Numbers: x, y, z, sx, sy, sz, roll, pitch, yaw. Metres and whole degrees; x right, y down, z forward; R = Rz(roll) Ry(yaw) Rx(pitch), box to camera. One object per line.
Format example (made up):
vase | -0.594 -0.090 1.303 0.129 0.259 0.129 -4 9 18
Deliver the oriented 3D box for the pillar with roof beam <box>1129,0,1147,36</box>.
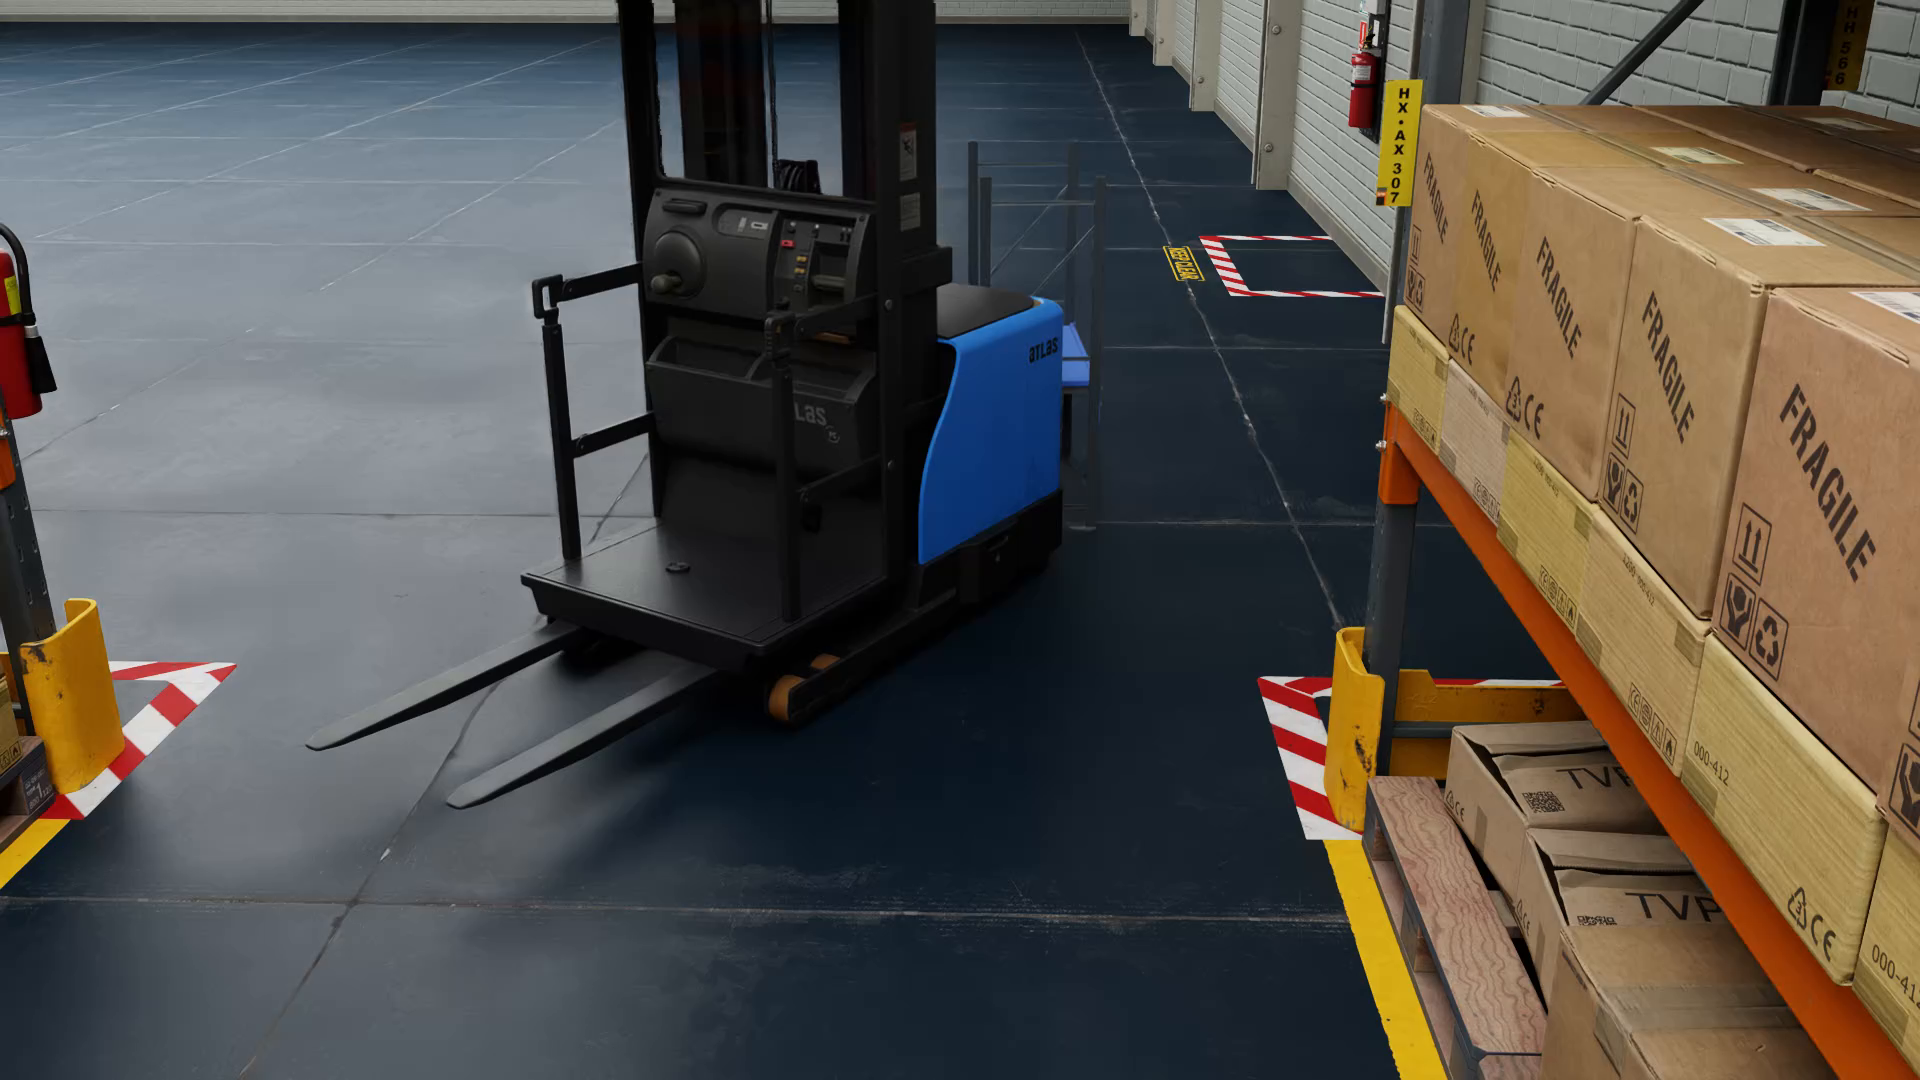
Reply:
pillar with roof beam | -0.848 -14.060 30.826 9.100 9.000 0.400 1 21 2

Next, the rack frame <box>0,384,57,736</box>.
rack frame | -3.253 -0.685 4.647 1.000 3.000 0.127 1 21 2

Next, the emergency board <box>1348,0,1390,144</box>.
emergency board | 2.838 -3.432 11.726 0.194 1.169 0.643 1 21 2

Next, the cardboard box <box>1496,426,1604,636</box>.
cardboard box | 1.344 -0.026 3.129 0.500 0.250 0.500 0 21 1

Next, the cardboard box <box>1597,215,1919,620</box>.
cardboard box | 1.333 -0.199 2.539 0.500 0.500 0.500 1 21 3

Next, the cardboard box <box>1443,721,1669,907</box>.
cardboard box | 1.588 0.666 4.275 0.500 0.311 0.500 -2 21 -4

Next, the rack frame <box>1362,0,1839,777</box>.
rack frame | 1.699 -0.632 4.510 1.000 3.000 0.127 1 21 2

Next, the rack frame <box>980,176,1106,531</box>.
rack frame | 0.331 -0.743 6.871 0.500 1.500 0.032 -1 21 -2

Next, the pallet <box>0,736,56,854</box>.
pallet | -3.234 0.892 4.438 1.003 0.211 1.213 1 21 2

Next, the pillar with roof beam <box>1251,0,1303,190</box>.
pillar with roof beam | -1.396 -7.552 14.053 9.100 9.000 0.400 1 21 2

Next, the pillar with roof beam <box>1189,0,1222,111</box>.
pillar with roof beam | -1.213 -9.722 19.644 9.100 9.000 0.400 1 21 2

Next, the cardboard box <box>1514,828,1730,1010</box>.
cardboard box | 1.571 0.872 3.744 0.500 0.311 0.500 2 21 6

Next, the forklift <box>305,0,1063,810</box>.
forklift | -0.811 -0.951 5.428 1.130 2.935 3.031 13 25 31

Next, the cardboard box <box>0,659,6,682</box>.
cardboard box | -2.972 0.249 4.425 0.500 0.500 0.500 1 21 2

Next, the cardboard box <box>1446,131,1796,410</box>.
cardboard box | 1.359 -0.573 3.502 0.500 0.500 0.500 1 21 2

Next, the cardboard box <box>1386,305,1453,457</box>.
cardboard box | 1.367 -0.398 4.088 0.500 0.250 0.500 0 21 0

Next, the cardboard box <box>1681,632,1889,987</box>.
cardboard box | 1.312 0.338 2.190 0.500 0.250 0.500 1 21 1

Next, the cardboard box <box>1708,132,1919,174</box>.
cardboard box | 1.872 -0.566 3.484 0.500 0.500 0.500 1 21 2

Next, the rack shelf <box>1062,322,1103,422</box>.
rack shelf | 0.309 -0.759 7.409 0.538 0.185 1.000 -1 21 -2

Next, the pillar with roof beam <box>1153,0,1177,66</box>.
pillar with roof beam | -1.031 -11.891 25.235 9.100 9.000 0.400 1 21 2

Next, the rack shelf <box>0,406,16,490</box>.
rack shelf | -3.314 0.374 2.914 1.077 0.370 4.000 1 21 2

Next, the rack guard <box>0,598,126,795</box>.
rack guard | -3.252 0.472 5.122 1.175 0.500 0.348 1 21 2

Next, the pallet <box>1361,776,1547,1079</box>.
pallet | 1.636 0.989 4.188 1.003 0.211 1.213 1 21 2

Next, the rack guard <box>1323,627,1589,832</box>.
rack guard | 1.697 0.561 4.892 1.175 0.500 0.348 1 21 2

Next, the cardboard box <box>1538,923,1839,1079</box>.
cardboard box | 1.498 1.048 3.027 0.700 0.500 0.500 -1 21 -2

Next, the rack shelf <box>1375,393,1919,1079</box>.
rack shelf | 1.638 0.427 2.777 1.077 0.370 4.000 1 21 2

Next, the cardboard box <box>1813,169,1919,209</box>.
cardboard box | 1.860 -0.379 3.002 0.500 0.500 0.500 0 21 0

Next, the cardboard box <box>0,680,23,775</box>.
cardboard box | -2.974 0.598 4.561 0.500 0.250 0.500 1 21 2

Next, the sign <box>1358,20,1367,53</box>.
sign | 2.958 -3.647 12.232 0.001 0.329 0.234 1 21 2

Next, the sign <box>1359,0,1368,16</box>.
sign | 2.949 -3.893 12.132 0.001 0.109 0.331 1 21 2

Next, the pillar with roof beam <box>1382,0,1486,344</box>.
pillar with roof beam | -1.578 -5.383 8.462 9.100 9.000 0.400 1 21 2

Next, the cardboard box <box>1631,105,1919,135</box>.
cardboard box | 1.897 -0.748 3.953 0.500 0.500 0.500 0 21 1

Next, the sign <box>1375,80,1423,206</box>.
sign | 1.156 -1.041 4.369 0.100 0.325 0.005 1 21 2

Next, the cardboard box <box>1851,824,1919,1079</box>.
cardboard box | 1.312 0.520 1.721 0.500 0.250 0.500 1 21 2

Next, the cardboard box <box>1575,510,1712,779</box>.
cardboard box | 1.326 0.157 2.658 0.500 0.250 0.500 1 21 2

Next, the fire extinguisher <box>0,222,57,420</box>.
fire extinguisher | -2.785 -0.686 4.758 0.296 0.674 0.183 1 21 2

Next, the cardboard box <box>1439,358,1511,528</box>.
cardboard box | 1.365 -0.210 3.604 0.500 0.250 0.500 0 21 0

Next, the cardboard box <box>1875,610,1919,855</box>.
cardboard box | 1.292 0.171 1.585 0.500 0.500 0.500 1 21 1

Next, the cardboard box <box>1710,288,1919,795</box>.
cardboard box | 1.318 -0.011 2.054 0.500 0.500 0.500 0 21 0

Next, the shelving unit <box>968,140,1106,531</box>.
shelving unit | 0.309 -0.927 7.344 0.538 1.500 1.048 -1 21 -2

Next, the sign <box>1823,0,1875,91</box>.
sign | 2.253 -1.306 4.209 0.100 0.325 0.005 1 21 2

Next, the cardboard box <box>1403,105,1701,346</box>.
cardboard box | 1.384 -0.751 3.962 0.500 0.500 0.500 1 21 2

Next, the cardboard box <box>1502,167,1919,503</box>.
cardboard box | 1.337 -0.386 3.020 0.500 0.500 0.500 0 21 0

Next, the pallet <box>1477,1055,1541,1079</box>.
pallet | 1.597 1.429 3.054 1.003 0.211 1.213 1 21 2

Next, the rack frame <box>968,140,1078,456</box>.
rack frame | 0.287 -1.111 7.818 0.500 1.500 0.032 -1 21 -2
